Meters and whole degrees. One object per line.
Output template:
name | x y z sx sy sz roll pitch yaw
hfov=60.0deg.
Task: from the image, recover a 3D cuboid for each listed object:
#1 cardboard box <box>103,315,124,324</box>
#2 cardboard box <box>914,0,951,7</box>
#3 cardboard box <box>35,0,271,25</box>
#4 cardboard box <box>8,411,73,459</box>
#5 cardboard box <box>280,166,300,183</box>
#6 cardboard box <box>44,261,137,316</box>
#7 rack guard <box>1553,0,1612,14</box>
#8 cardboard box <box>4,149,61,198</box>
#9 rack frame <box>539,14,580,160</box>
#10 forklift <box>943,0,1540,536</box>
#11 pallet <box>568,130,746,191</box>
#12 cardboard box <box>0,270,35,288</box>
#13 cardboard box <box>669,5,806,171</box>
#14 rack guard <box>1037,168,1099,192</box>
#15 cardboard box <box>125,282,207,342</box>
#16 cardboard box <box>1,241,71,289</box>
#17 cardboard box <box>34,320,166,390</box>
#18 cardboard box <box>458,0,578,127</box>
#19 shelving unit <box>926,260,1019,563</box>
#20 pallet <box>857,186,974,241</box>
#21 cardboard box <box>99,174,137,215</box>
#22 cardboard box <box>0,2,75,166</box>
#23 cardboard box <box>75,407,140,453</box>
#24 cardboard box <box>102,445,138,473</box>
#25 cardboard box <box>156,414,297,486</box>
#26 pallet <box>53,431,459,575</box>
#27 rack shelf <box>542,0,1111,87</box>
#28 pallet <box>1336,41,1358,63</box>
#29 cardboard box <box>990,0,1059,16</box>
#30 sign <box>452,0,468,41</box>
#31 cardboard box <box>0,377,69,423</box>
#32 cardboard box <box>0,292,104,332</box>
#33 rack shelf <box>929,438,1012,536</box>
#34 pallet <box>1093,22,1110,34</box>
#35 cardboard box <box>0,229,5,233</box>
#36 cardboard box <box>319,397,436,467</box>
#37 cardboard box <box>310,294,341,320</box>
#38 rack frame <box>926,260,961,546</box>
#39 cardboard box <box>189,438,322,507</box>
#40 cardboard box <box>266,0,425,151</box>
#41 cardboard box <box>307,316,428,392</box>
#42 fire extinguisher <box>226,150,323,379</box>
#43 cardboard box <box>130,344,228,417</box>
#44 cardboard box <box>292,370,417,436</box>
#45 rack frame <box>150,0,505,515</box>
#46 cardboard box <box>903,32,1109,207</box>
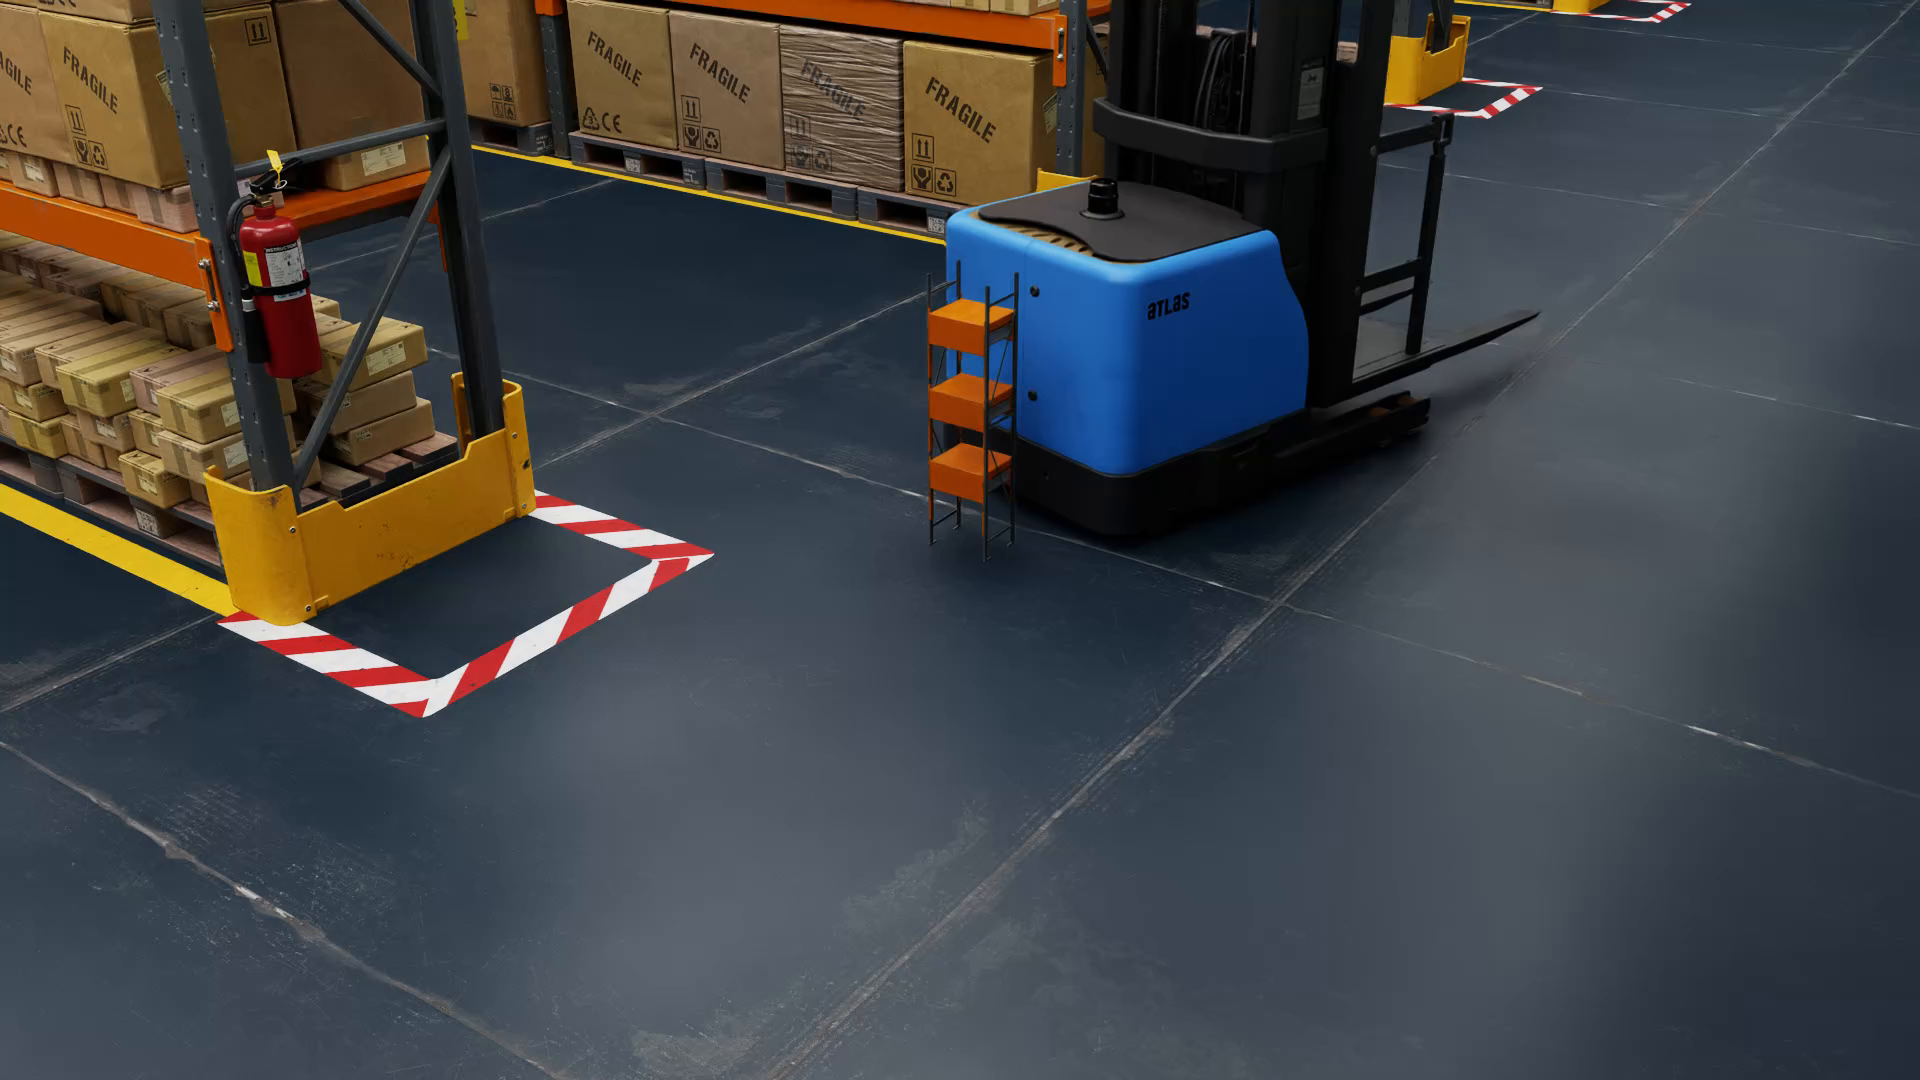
cardboard box | -3.440 -0.868 7.000 0.250 0.149 0.380 19 33 33
cardboard box | -0.050 -3.090 9.291 0.250 0.149 0.380 17 32 30
cardboard box | -2.557 -1.921 5.177 0.500 0.500 0.500 17 31 29
cardboard box | -3.486 -0.476 6.559 0.250 0.149 0.380 16 31 28
cardboard box | -2.353 -1.417 6.005 0.250 0.149 0.380 19 32 32
cardboard box | -3.636 -1.076 7.082 0.250 0.149 0.380 17 32 30
rack guard | 6.402 -5.710 16.919 0.348 0.500 1.175 17 32 30
cardboard box | -3.090 -1.333 5.840 0.250 0.149 0.380 18 32 32
rack frame | -2.444 -4.129 11.057 0.127 3.000 1.000 17 32 30
forklift | 1.382 -1.863 6.679 3.031 2.935 1.130 -21 34 -35
pallet | -1.862 -2.662 11.248 1.213 0.211 1.003 17 32 30
cardboard box | -4.077 -0.984 6.900 0.250 0.149 0.380 16 31 28
cardboard box | -1.204 -2.939 10.597 0.875 0.875 0.875 17 32 30
rack guard | 0.873 -1.982 9.593 0.348 0.500 1.175 17 32 30
cardboard box | -3.183 -0.963 6.859 0.250 0.149 0.380 19 32 32
cardboard box | -4.008 -1.246 7.415 0.250 0.149 0.380 16 31 28
cardboard box | -3.256 -0.692 6.326 0.250 0.149 0.380 16 31 28
cardboard box | -2.983 -3.526 11.752 0.875 0.875 1.225 17 32 30
shelving unit | 0.044 -0.454 5.985 0.252 1.050 0.215 17 32 30
pallet | 0.149 -2.035 10.017 1.213 0.211 1.003 17 32 30
cardboard box | -2.651 -1.218 5.612 0.250 0.149 0.380 17 32 30
cardboard box | -2.976 -1.604 5.657 0.500 0.500 0.500 17 31 30
cardboard box | -3.065 -0.484 6.247 0.250 0.149 0.380 16 31 28
cardboard box | -3.029 -0.376 6.361 0.250 0.149 0.380 17 32 30
cardboard box | -2.635 -0.352 5.986 0.250 0.149 0.380 16 31 29
pallet | -2.751 -0.272 6.552 1.213 0.211 1.003 17 32 30
rack shelf | -0.796 -3.295 10.211 4.000 0.370 1.077 17 32 30
pallet | 2.999 -3.937 13.754 1.213 0.211 1.003 17 32 30
cardboard box | 0.373 -2.958 9.033 0.250 0.149 0.380 18 32 31
sign | -1.732 -1.862 5.648 0.005 0.325 0.100 17 32 30
cardboard box | -3.499 -0.613 6.499 0.250 0.149 0.380 18 32 31
cardboard box | -3.664 -0.849 6.636 0.250 0.149 0.380 16 31 29
rack shelf | 0.044 -0.197 6.116 0.240 0.259 0.215 17 32 30
pallet | 0.988 -4.564 14.985 1.213 0.211 1.003 17 32 30
cardboard box | -4.453 -1.376 7.672 0.250 0.149 0.380 17 32 30
cardboard box | -2.289 -0.445 6.496 0.250 0.149 0.380 18 32 31
cardboard box | -2.709 -0.855 6.648 0.250 0.149 0.380 17 32 30
rack frame | -0.056 -0.485 6.046 0.008 1.050 0.200 17 32 30
cardboard box | -2.591 -0.247 6.109 0.250 0.149 0.380 18 32 31
cardboard box | -2.252 -1.669 5.785 0.500 0.500 0.500 19 33 33
cardboard box | -2.278 -0.717 6.376 0.250 0.149 0.380 16 31 28
fire extinguisher | -2.092 -0.836 5.082 0.183 0.674 0.296 17 32 30
cardboard box | -2.793 -0.583 6.112 0.250 0.149 0.380 18 32 31
cardboard box | -2.325 -0.553 6.382 0.250 0.149 0.380 19 32 32
rack frame | -2.039 -1.274 5.446 0.127 3.000 1.000 17 32 30
cardboard box | 0.280 -2.477 9.689 0.875 0.875 0.875 17 32 30
